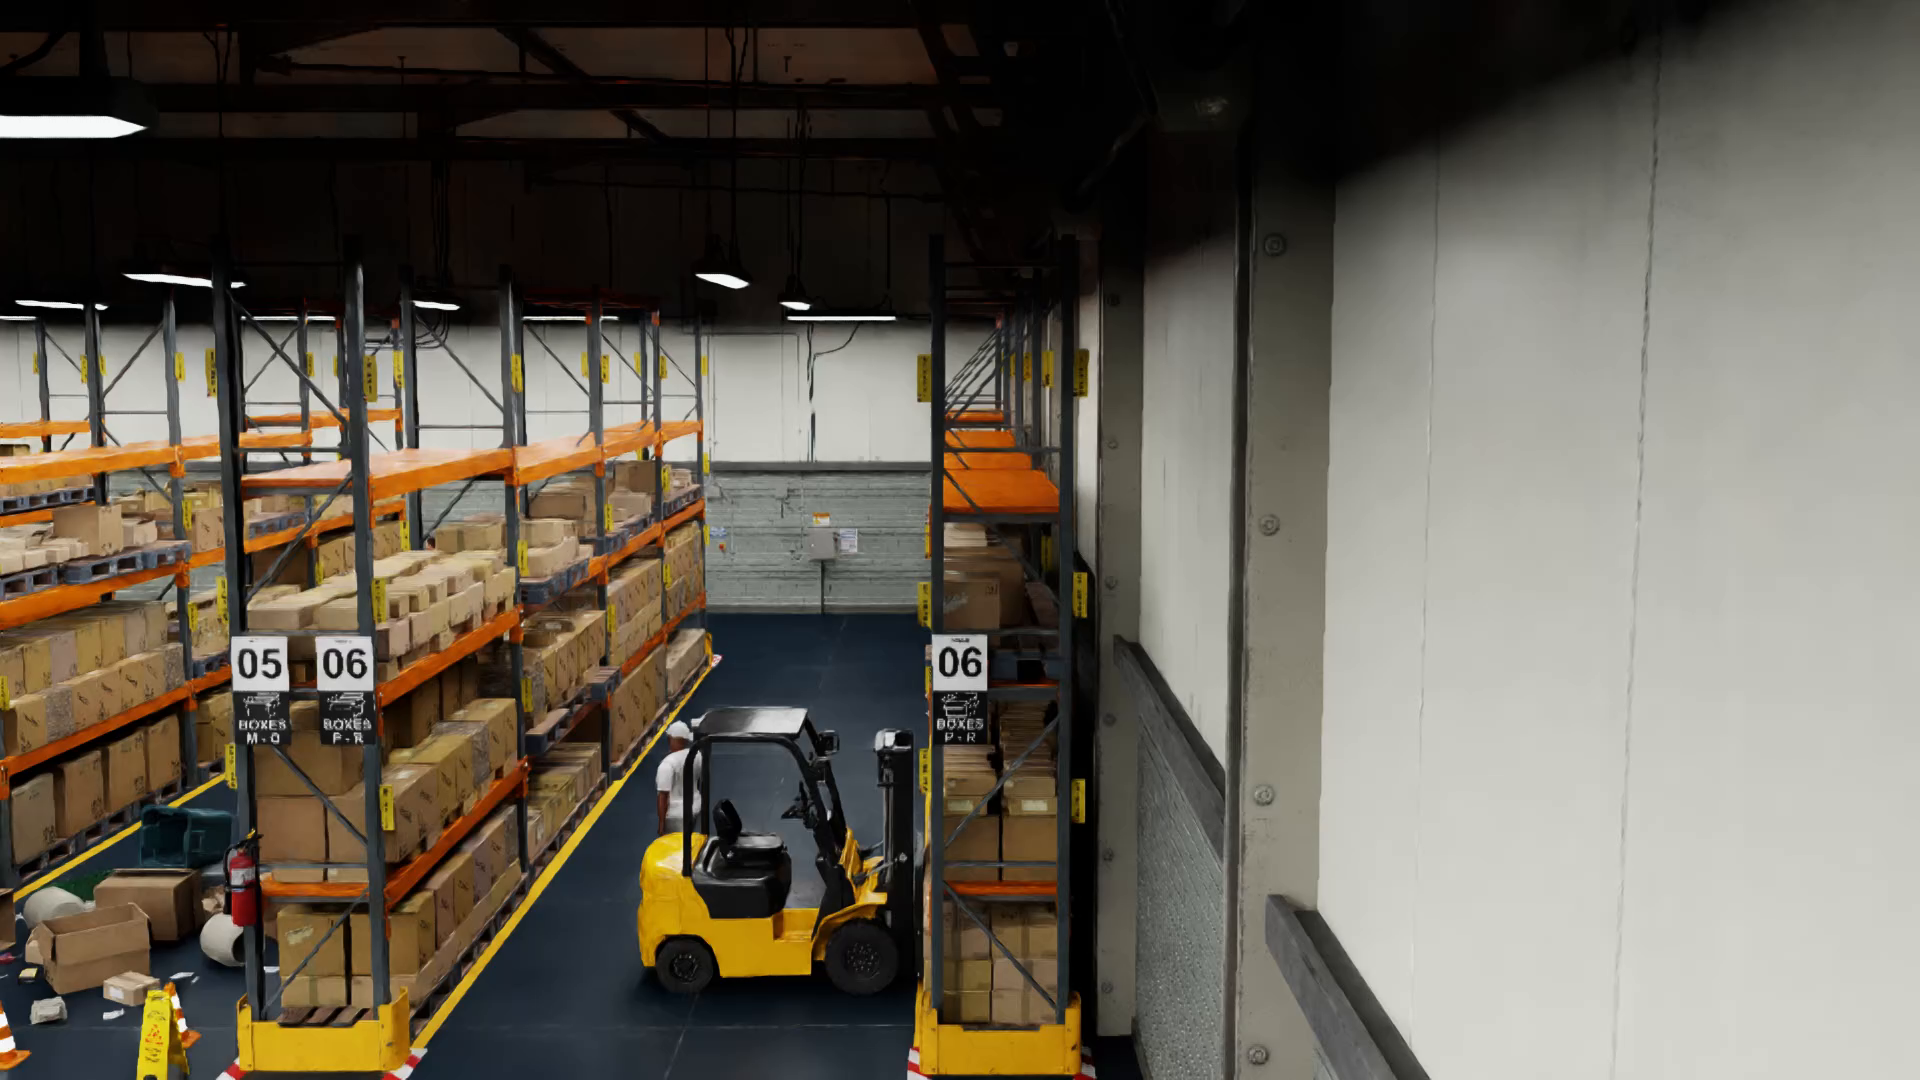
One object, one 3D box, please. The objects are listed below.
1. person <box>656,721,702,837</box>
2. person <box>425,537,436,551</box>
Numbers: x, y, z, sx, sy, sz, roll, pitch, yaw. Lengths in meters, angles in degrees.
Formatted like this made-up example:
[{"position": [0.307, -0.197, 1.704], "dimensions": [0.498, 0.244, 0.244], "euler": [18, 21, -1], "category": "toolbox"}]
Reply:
[{"position": [-2.668, 2.561, 15.542], "dimensions": [0.503, 1.764, 0.624], "euler": [3, 7, 29], "category": "person"}, {"position": [-10.166, 0.768, 32.245], "dimensions": [0.480, 1.653, 0.571], "euler": [-4, 7, -32], "category": "person"}]
